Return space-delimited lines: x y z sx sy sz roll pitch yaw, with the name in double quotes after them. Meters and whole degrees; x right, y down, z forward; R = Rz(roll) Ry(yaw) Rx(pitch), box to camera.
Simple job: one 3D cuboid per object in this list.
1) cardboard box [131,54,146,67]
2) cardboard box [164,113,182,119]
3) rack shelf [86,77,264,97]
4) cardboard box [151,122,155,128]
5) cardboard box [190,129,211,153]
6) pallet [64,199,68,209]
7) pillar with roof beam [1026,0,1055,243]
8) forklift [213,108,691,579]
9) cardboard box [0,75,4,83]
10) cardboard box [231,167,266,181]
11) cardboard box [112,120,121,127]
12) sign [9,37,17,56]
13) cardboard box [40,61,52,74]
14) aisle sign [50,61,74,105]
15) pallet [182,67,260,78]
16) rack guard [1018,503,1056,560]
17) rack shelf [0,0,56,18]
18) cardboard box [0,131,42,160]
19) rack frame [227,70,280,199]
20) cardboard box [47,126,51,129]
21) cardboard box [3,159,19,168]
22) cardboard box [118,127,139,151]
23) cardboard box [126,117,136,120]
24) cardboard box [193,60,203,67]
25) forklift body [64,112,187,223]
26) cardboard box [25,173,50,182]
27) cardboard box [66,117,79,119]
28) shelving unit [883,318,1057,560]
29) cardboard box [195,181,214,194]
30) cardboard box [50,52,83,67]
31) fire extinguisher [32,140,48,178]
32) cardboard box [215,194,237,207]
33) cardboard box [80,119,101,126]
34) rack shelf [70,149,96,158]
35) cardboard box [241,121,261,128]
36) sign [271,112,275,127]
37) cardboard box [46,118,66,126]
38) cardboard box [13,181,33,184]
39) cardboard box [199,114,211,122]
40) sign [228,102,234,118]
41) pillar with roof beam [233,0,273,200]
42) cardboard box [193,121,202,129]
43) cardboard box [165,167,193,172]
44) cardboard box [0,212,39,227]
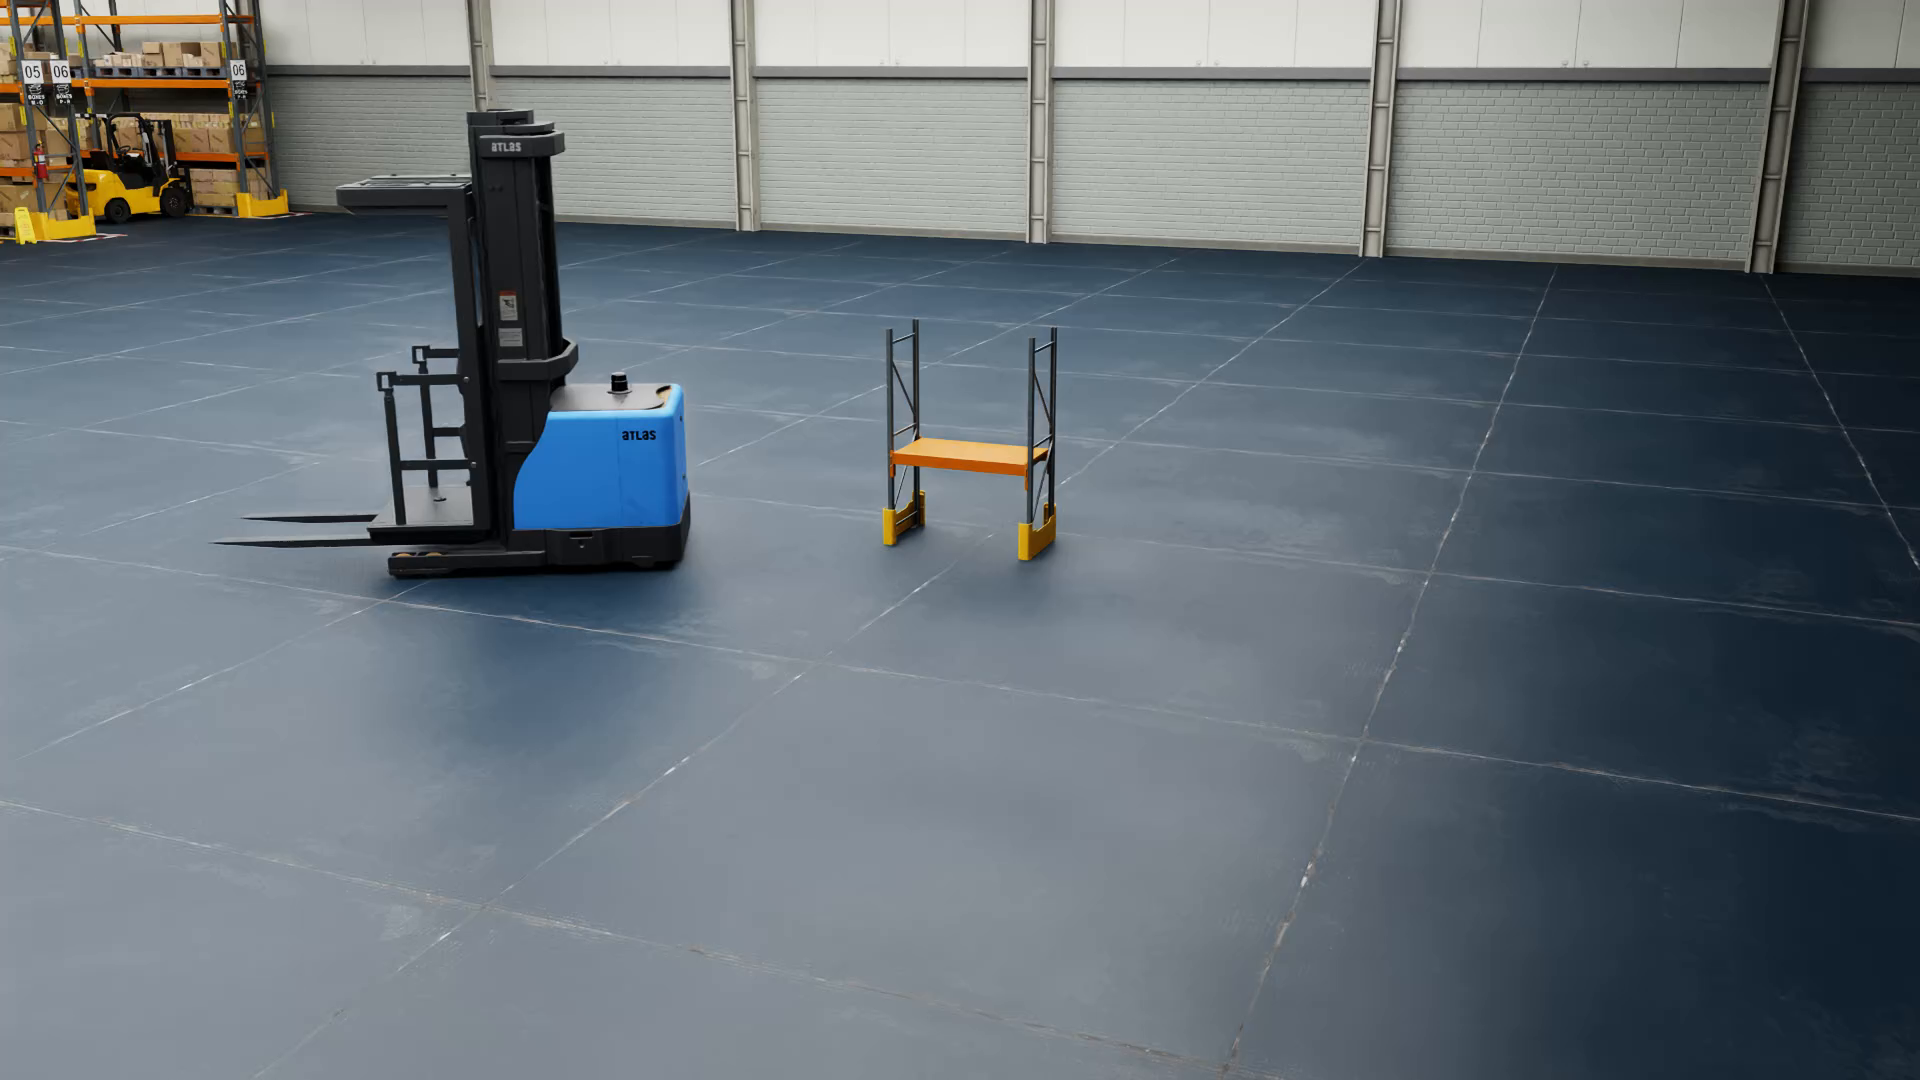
-17.436 -10.239 35.489 0.258 0.266 0.396 6 17 19 "cardboard box"
-16.824 -9.074 35.674 0.250 0.149 0.380 7 17 21 "cardboard box"
-16.845 -9.734 35.733 4.000 0.370 1.077 6 17 21 "rack shelf"
-17.325 -8.964 35.827 0.250 0.149 0.380 6 17 19 "cardboard box"
-16.018 -8.520 35.462 0.500 0.500 0.500 7 18 22 "cardboard box"
-19.405 -7.570 37.369 1.213 0.211 1.003 6 17 21 "pallet"
-0.136 -8.662 25.372 0.400 9.000 9.100 6 17 21 "pillar with roof beam"
-3.387 -1.308 10.921 3.031 2.935 1.130 -1 16 -5 "forklift"
-17.480 -8.447 30.462 0.250 0.149 0.380 6 17 21 "cardboard box"
-15.362 -7.894 35.870 0.500 0.250 0.500 6 17 20 "cardboard box"
-18.264 -9.076 36.214 0.250 0.149 0.380 7 17 22 "cardboard box"
-17.024 -8.870 29.880 0.005 0.325 0.100 6 17 21 "sign"
-17.172 -8.778 30.887 0.500 0.250 0.500 6 17 20 "cardboard box"
-16.631 -8.469 30.803 0.004 0.787 0.394 6 17 21 "aisle sign"
-15.632 -9.911 35.213 1.213 0.211 1.003 6 17 21 "pallet"
0.534 -0.061 11.436 0.087 0.250 0.587 6 17 21 "rack guard"
-18.663 -9.885 30.880 4.000 0.370 1.077 6 17 21 "rack shelf"
-17.408 -7.321 30.800 0.500 0.500 0.500 6 17 20 "cardboard box"
-14.984 -8.434 35.346 0.127 3.000 1.000 6 17 21 "rack frame"
-20.210 -9.100 37.012 0.500 0.250 0.500 7 17 22 "cardboard box"
-17.505 -7.006 30.876 0.250 0.149 0.380 6 17 20 "cardboard box"
-17.898 -8.729 36.183 0.500 0.500 0.500 7 17 22 "cardboard box"
-17.799 -9.156 35.957 0.250 0.149 0.380 7 17 22 "cardboard box"
-15.866 -10.010 34.911 0.250 0.149 0.380 6 17 19 "cardboard box"
-17.418 -7.748 34.503 1.214 2.155 2.313 6 17 21 "forklift body"
-20.614 -8.113 37.745 0.625 0.625 0.875 6 17 18 "cardboard box"
-19.883 -9.414 37.379 0.250 0.149 0.380 6 17 21 "cardboard box"
0.071 -0.712 11.438 1.083 1.500 0.587 6 17 21 "shelving unit"
-16.014 -7.578 35.680 0.500 0.250 0.500 6 17 20 "cardboard box"
-19.468 -10.502 36.315 0.500 0.311 0.500 6 17 19 "cardboard box"
-16.865 -6.978 30.469 0.183 0.674 0.296 6 17 21 "fire extinguisher"
-15.537 -7.282 35.554 0.500 0.250 0.500 6 17 21 "cardboard box"
-19.104 -9.180 36.573 0.250 0.149 0.380 7 18 23 "cardboard box"
-20.566 -8.703 37.561 4.000 0.370 1.077 6 17 21 "rack shelf"
-15.205 -8.896 35.593 0.250 0.149 0.380 6 17 19 "cardboard box"
-14.775 -9.031 35.708 0.005 0.325 0.100 6 17 21 "sign"
-20.074 -9.276 36.904 0.250 0.149 0.380 6 17 19 "cardboard box"
-17.961 -6.597 31.850 0.500 0.500 0.500 6 17 19 "cardboard box"
-15.889 -8.956 35.265 0.250 0.149 0.380 7 17 22 "cardboard box"
-15.196 -8.965 34.672 0.005 0.325 0.100 6 17 21 "sign"
-16.881 -10.504 31.714 0.400 9.000 9.100 6 17 21 "pillar with roof beam"
-16.104 -8.846 35.421 0.250 0.149 0.380 6 17 20 "cardboard box"
-16.946 -7.915 35.944 0.500 0.250 0.500 6 17 20 "cardboard box"
-17.675 -6.043 31.288 0.500 0.250 0.500 6 17 20 "cardboard box"
